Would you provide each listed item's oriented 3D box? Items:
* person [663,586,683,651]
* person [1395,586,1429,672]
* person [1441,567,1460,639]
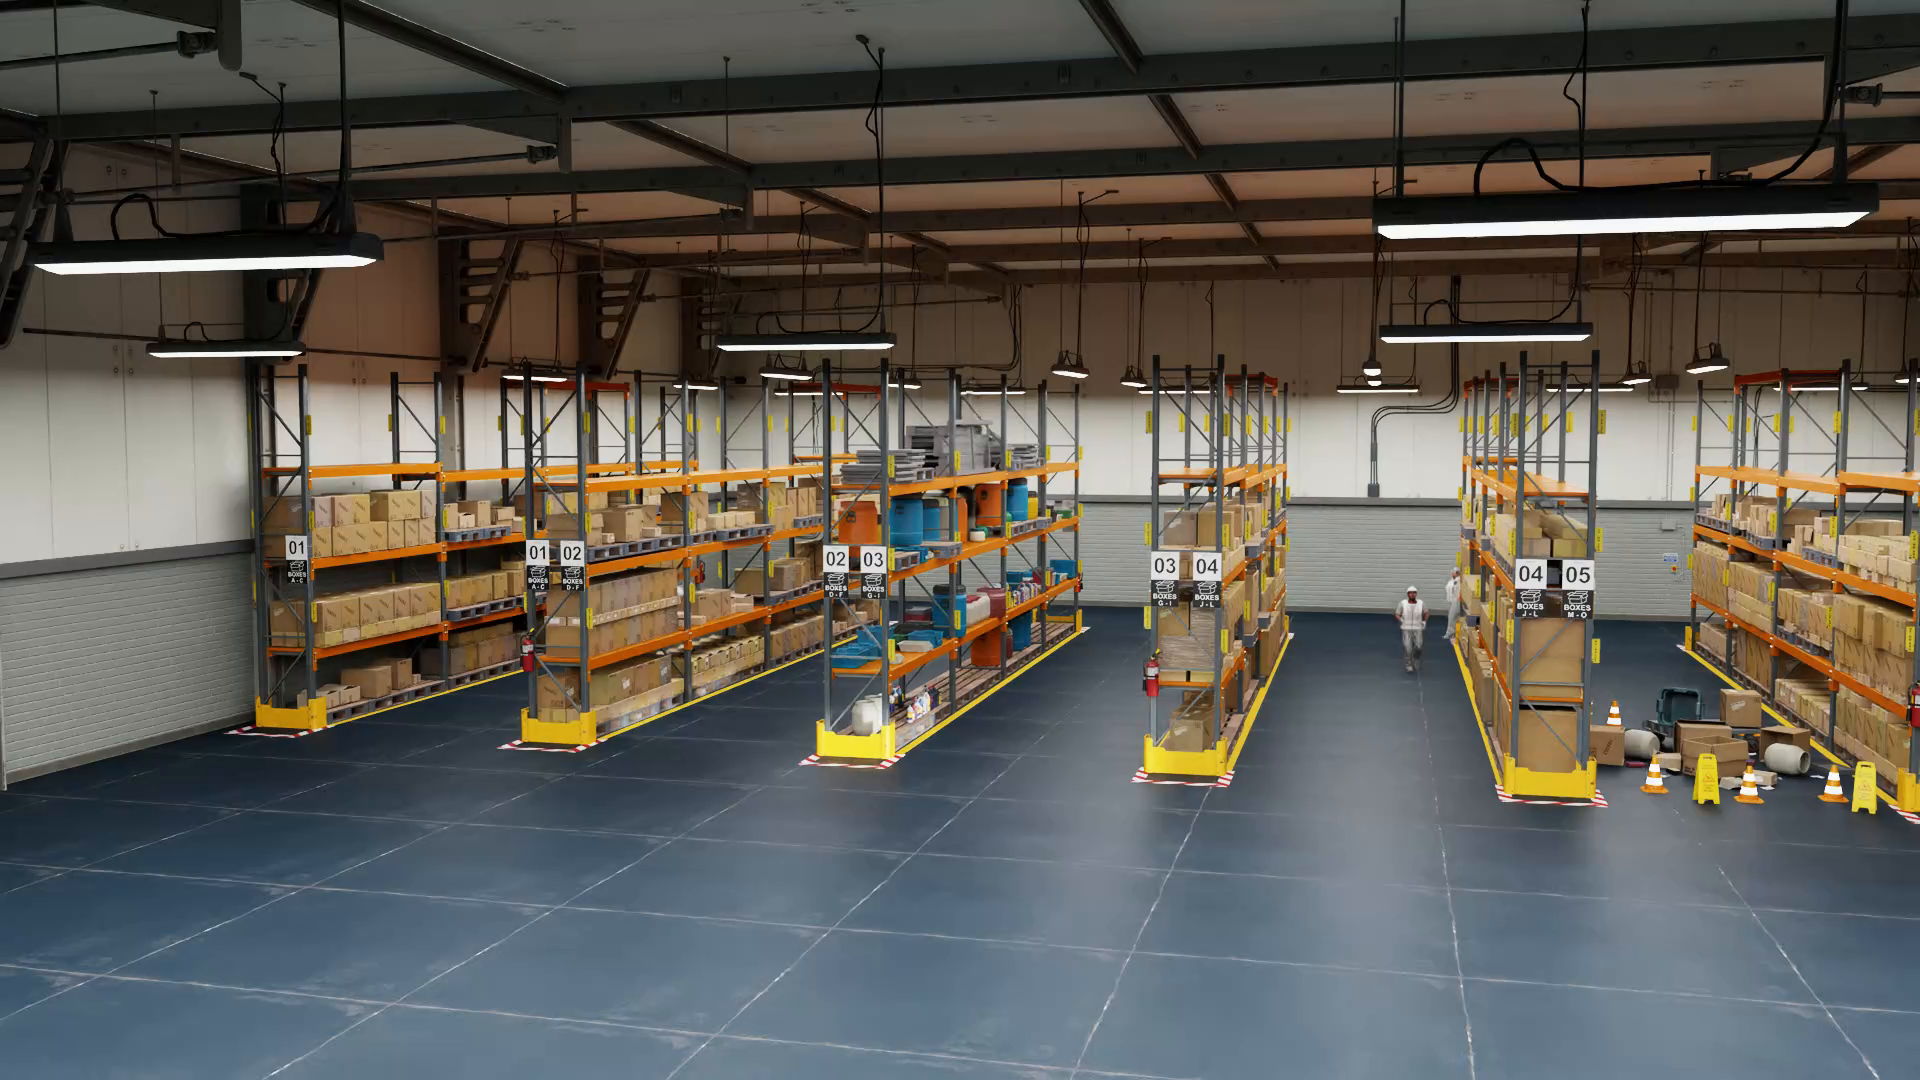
[{"bbox_3d":[-6.352,1.625,36.351,0.630,1.841,0.854,0,4,4],"label":"person"},{"bbox_3d":[9.133,1.809,33.564,0.669,1.737,0.589,1,4,12],"label":"person"},{"bbox_3d":[11.700,1.482,39.159,0.880,1.685,0.656,-1,4,-18],"label":"person"}]
